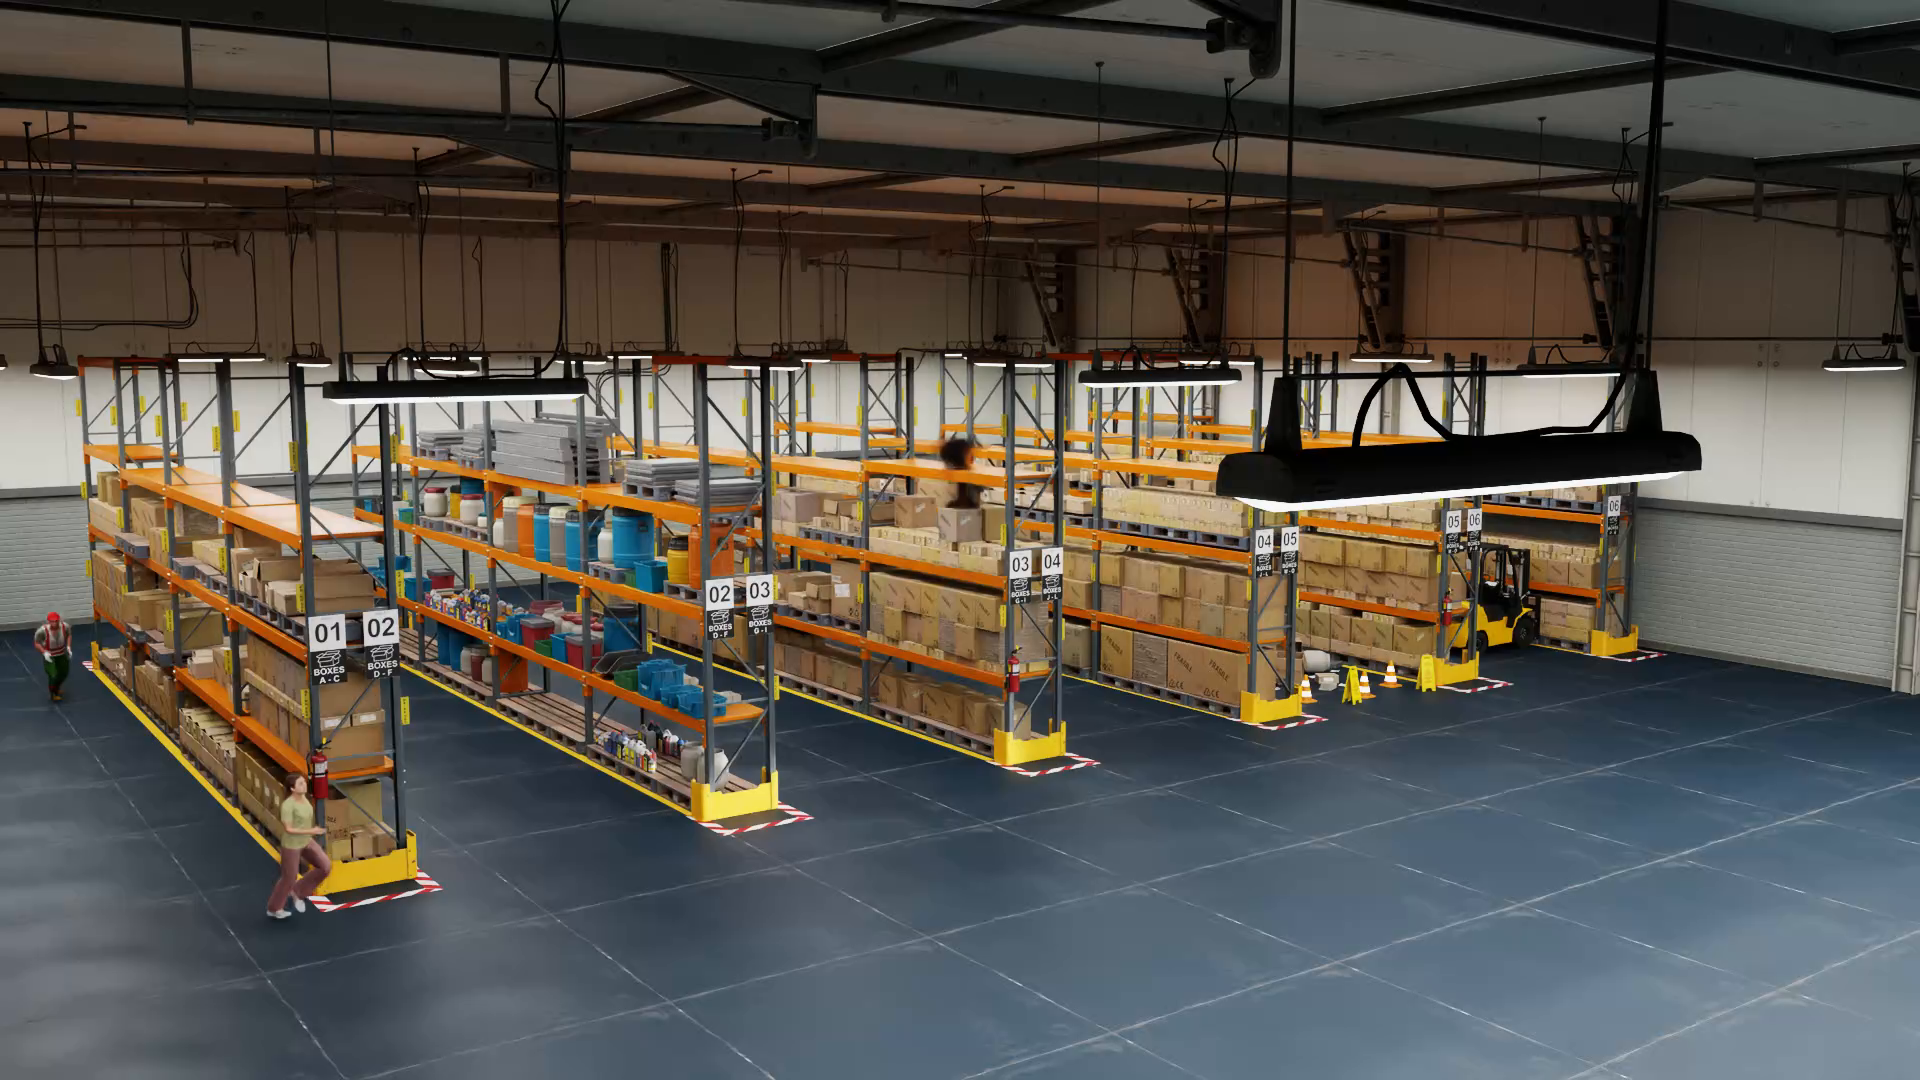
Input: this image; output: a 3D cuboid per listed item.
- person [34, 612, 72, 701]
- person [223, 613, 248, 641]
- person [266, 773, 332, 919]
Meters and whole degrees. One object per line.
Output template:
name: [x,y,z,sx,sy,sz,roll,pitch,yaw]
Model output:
person: [-15.832,2.008,29.041,0.943,1.621,0.667,5,9,37]
person: [-14.090,1.592,32.409,0.546,1.700,0.879,-7,10,-43]
person: [-7.208,3.318,18.117,0.764,1.618,0.579,2,7,14]
